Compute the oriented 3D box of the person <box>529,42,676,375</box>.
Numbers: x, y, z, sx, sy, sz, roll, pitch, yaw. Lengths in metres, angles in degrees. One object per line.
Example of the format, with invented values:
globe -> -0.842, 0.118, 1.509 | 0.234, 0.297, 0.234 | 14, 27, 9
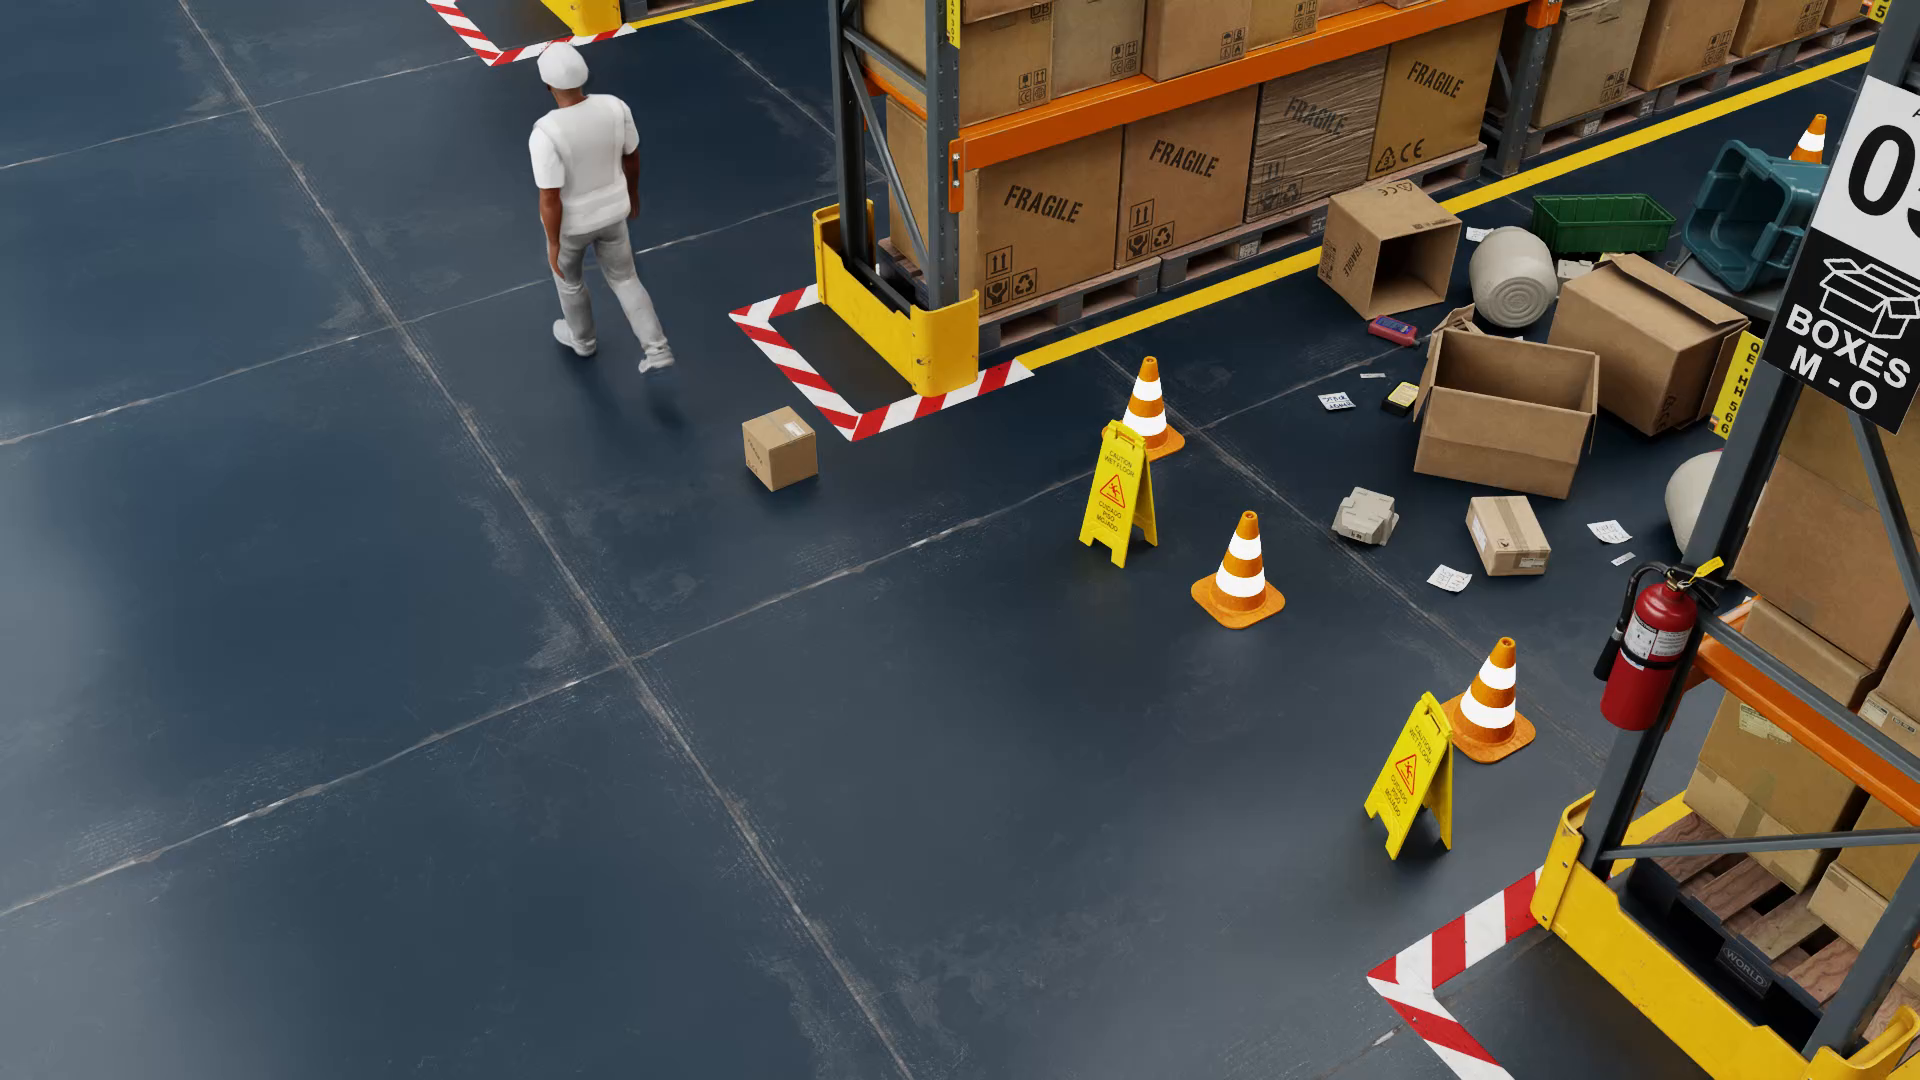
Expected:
person -> -1.748, -1.559, 7.956 | 0.590, 1.739, 0.923 | -27, 47, -28
